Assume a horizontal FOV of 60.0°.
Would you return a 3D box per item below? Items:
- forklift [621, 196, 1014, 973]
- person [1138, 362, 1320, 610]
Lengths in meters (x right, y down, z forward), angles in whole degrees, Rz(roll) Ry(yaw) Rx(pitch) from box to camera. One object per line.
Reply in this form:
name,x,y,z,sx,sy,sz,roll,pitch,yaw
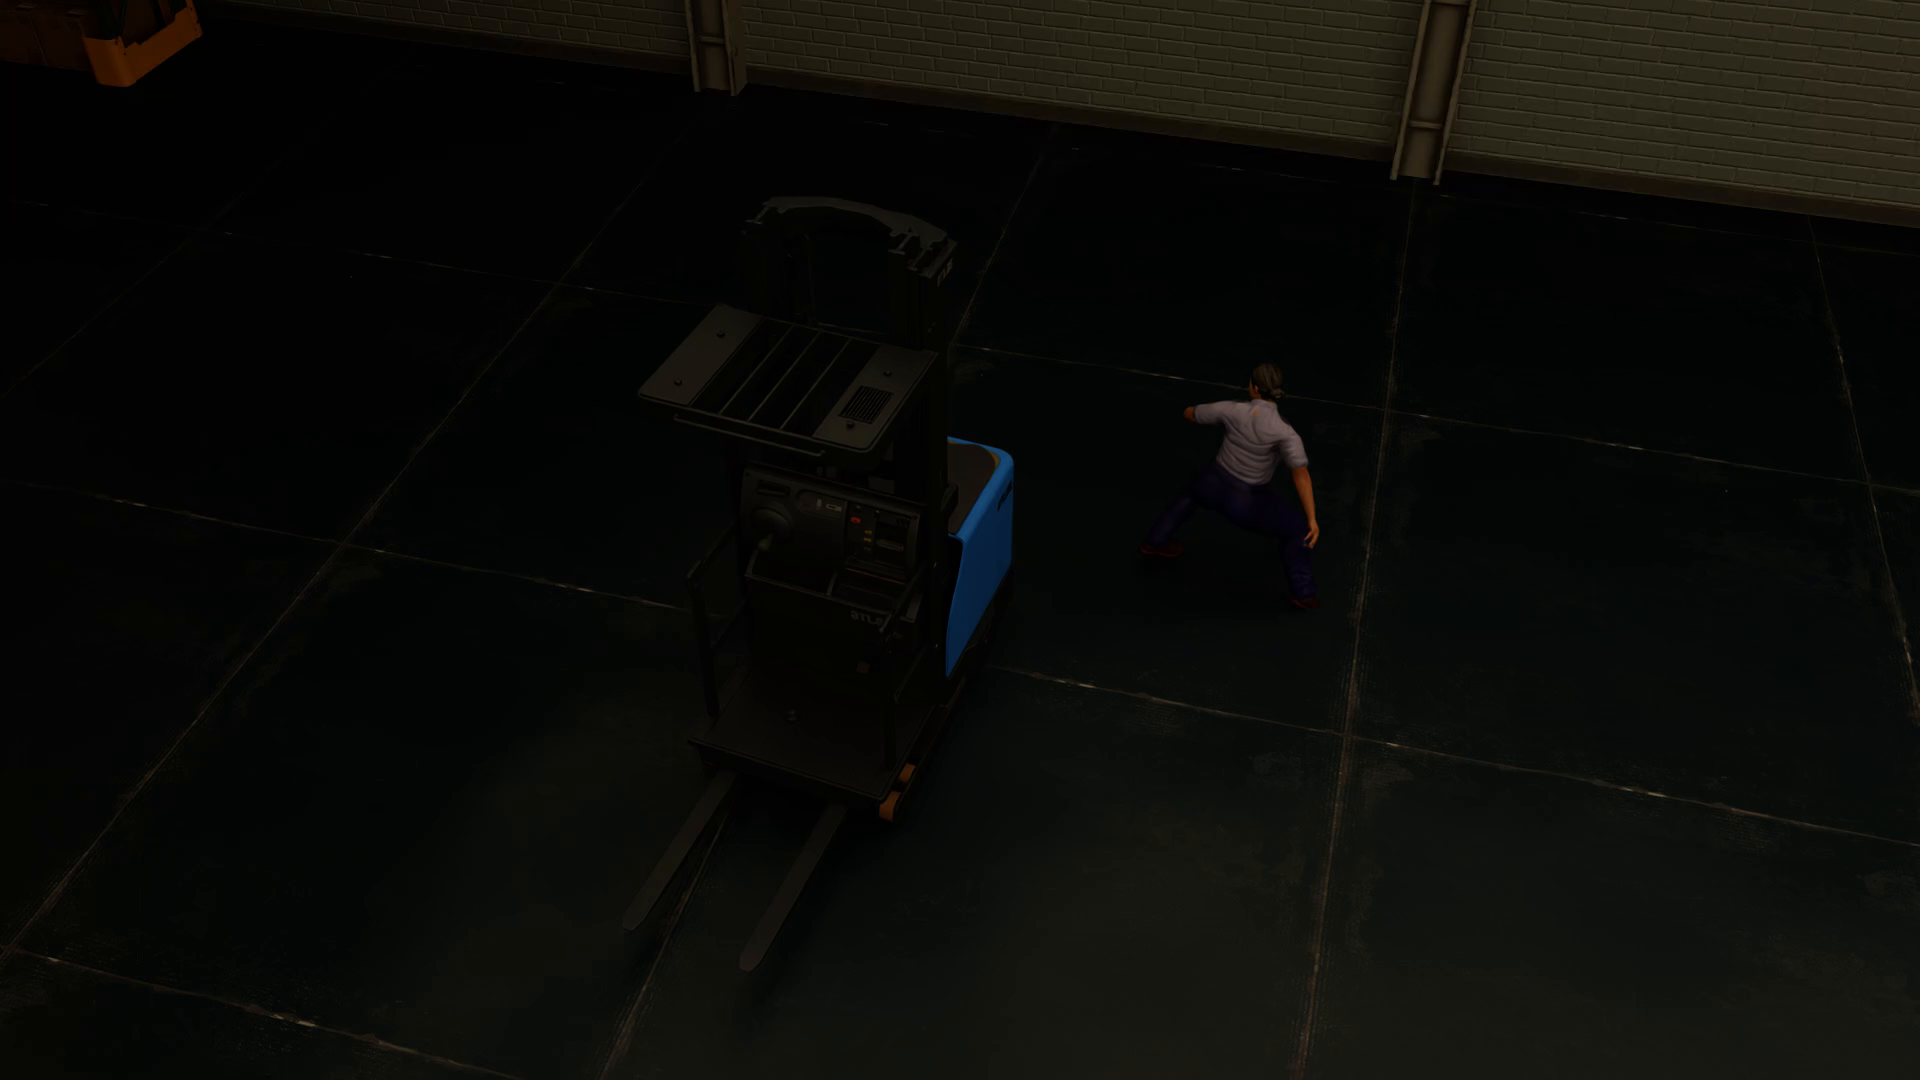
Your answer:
forklift,-0.705,0.012,7.848,1.130,2.935,3.031,15,43,16
person,1.615,-0.262,9.332,1.087,1.595,0.523,30,49,29
